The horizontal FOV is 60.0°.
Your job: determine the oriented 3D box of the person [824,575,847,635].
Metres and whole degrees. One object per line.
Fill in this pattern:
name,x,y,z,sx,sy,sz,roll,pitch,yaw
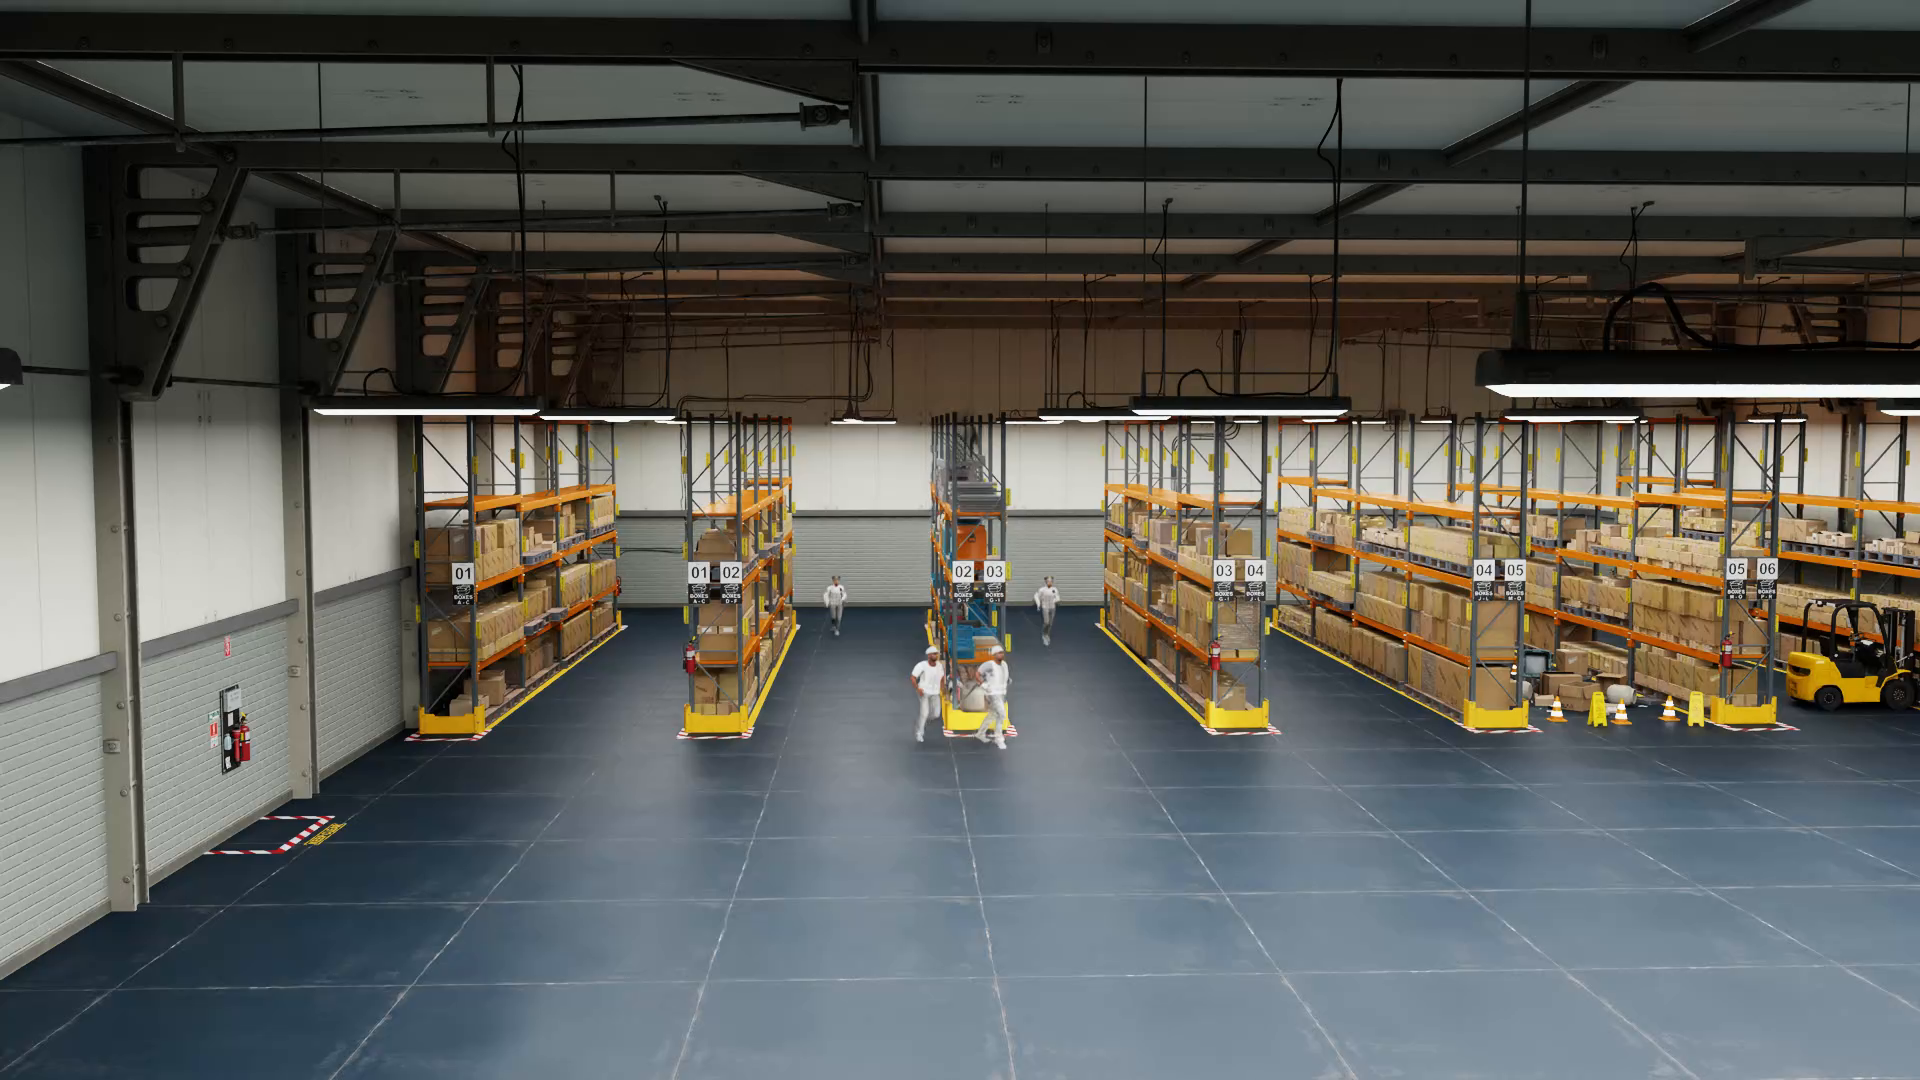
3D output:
person,-3.401,1.792,45.644,0.616,1.656,0.540,-1,4,-10

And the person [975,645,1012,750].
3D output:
person,0.631,2.801,29.816,0.733,1.843,0.707,3,5,35

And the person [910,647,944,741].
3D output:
person,-0.560,2.807,30.479,0.758,1.713,0.537,-2,5,-31

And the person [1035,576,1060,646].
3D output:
person,2.223,1.773,41.688,0.579,1.755,0.653,-1,4,-14
